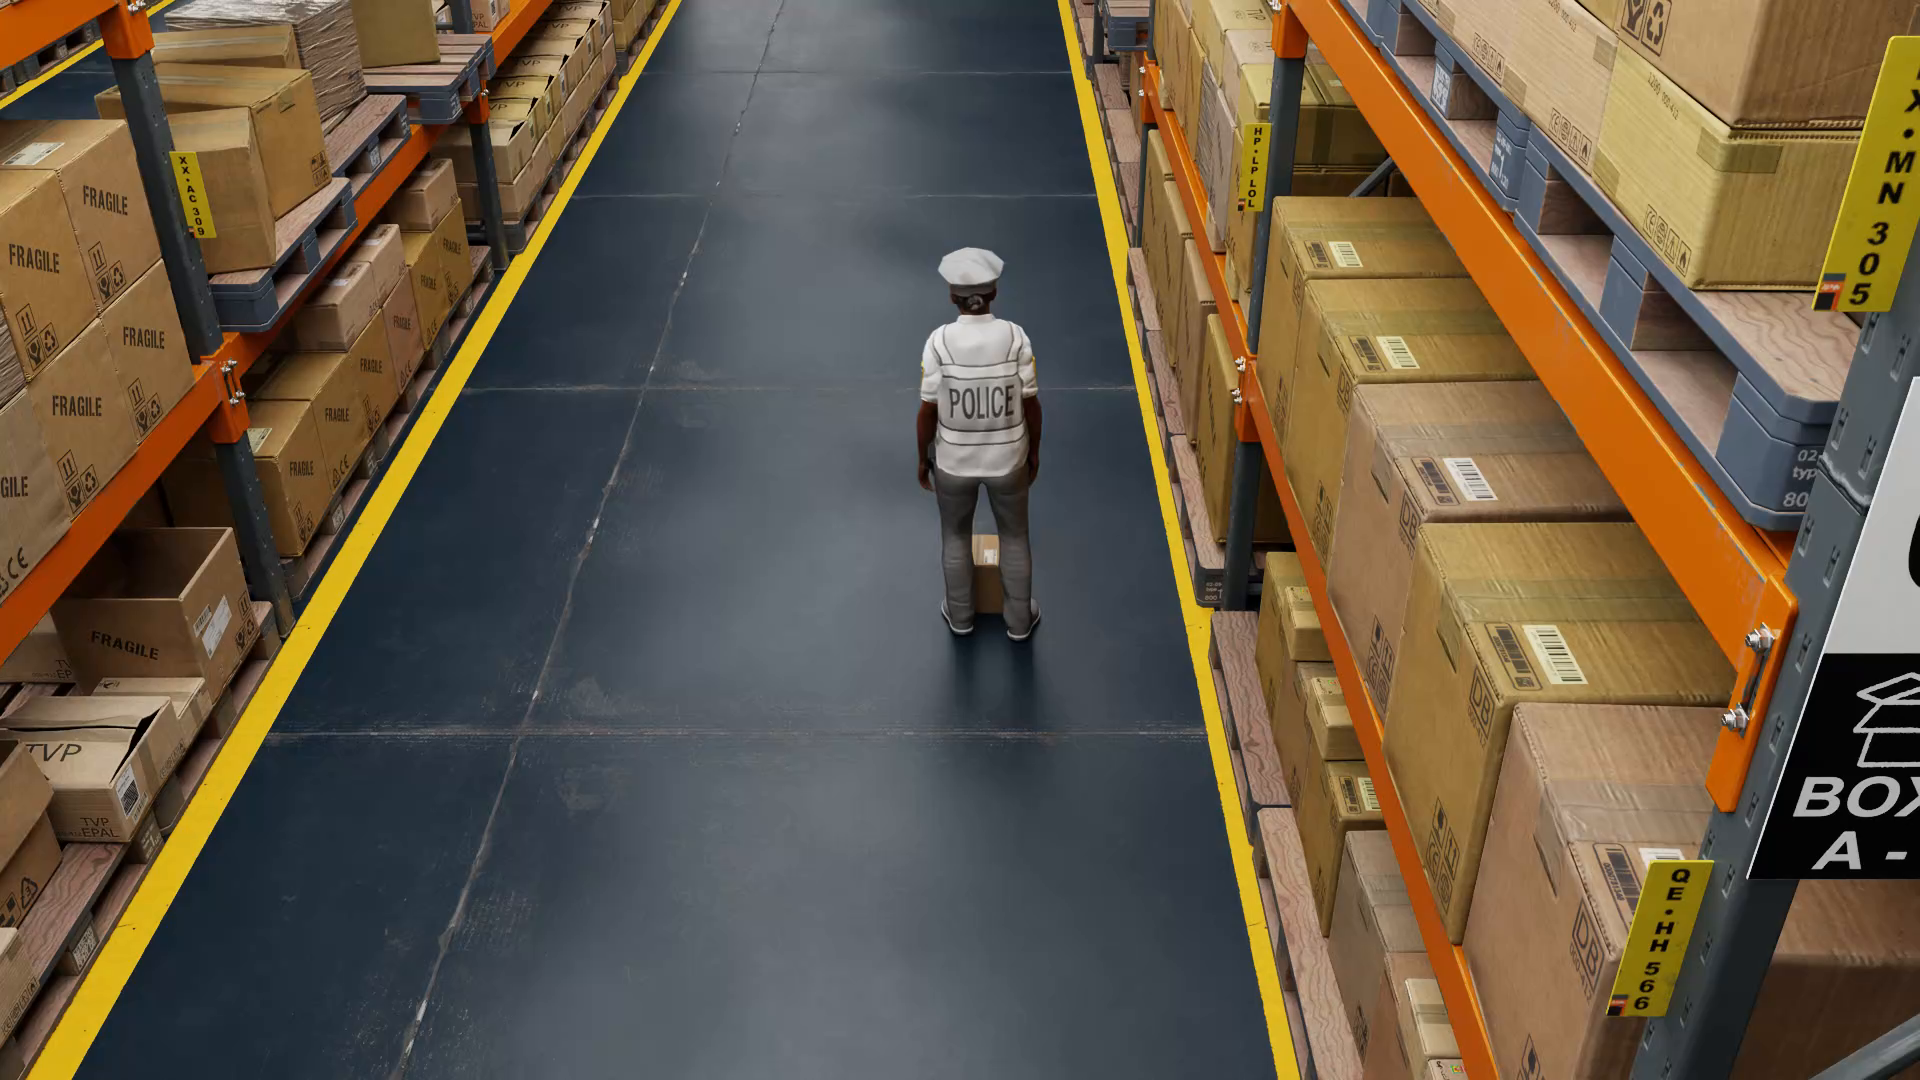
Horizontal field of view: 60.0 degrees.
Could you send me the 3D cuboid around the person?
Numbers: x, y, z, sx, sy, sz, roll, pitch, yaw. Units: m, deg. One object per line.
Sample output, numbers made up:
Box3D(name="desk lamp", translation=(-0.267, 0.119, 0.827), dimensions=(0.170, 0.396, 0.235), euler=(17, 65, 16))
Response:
Box3D(name="person", translation=(0.088, -0.336, 6.678), dimensions=(0.529, 1.659, 0.428), euler=(-2, 32, -3))
